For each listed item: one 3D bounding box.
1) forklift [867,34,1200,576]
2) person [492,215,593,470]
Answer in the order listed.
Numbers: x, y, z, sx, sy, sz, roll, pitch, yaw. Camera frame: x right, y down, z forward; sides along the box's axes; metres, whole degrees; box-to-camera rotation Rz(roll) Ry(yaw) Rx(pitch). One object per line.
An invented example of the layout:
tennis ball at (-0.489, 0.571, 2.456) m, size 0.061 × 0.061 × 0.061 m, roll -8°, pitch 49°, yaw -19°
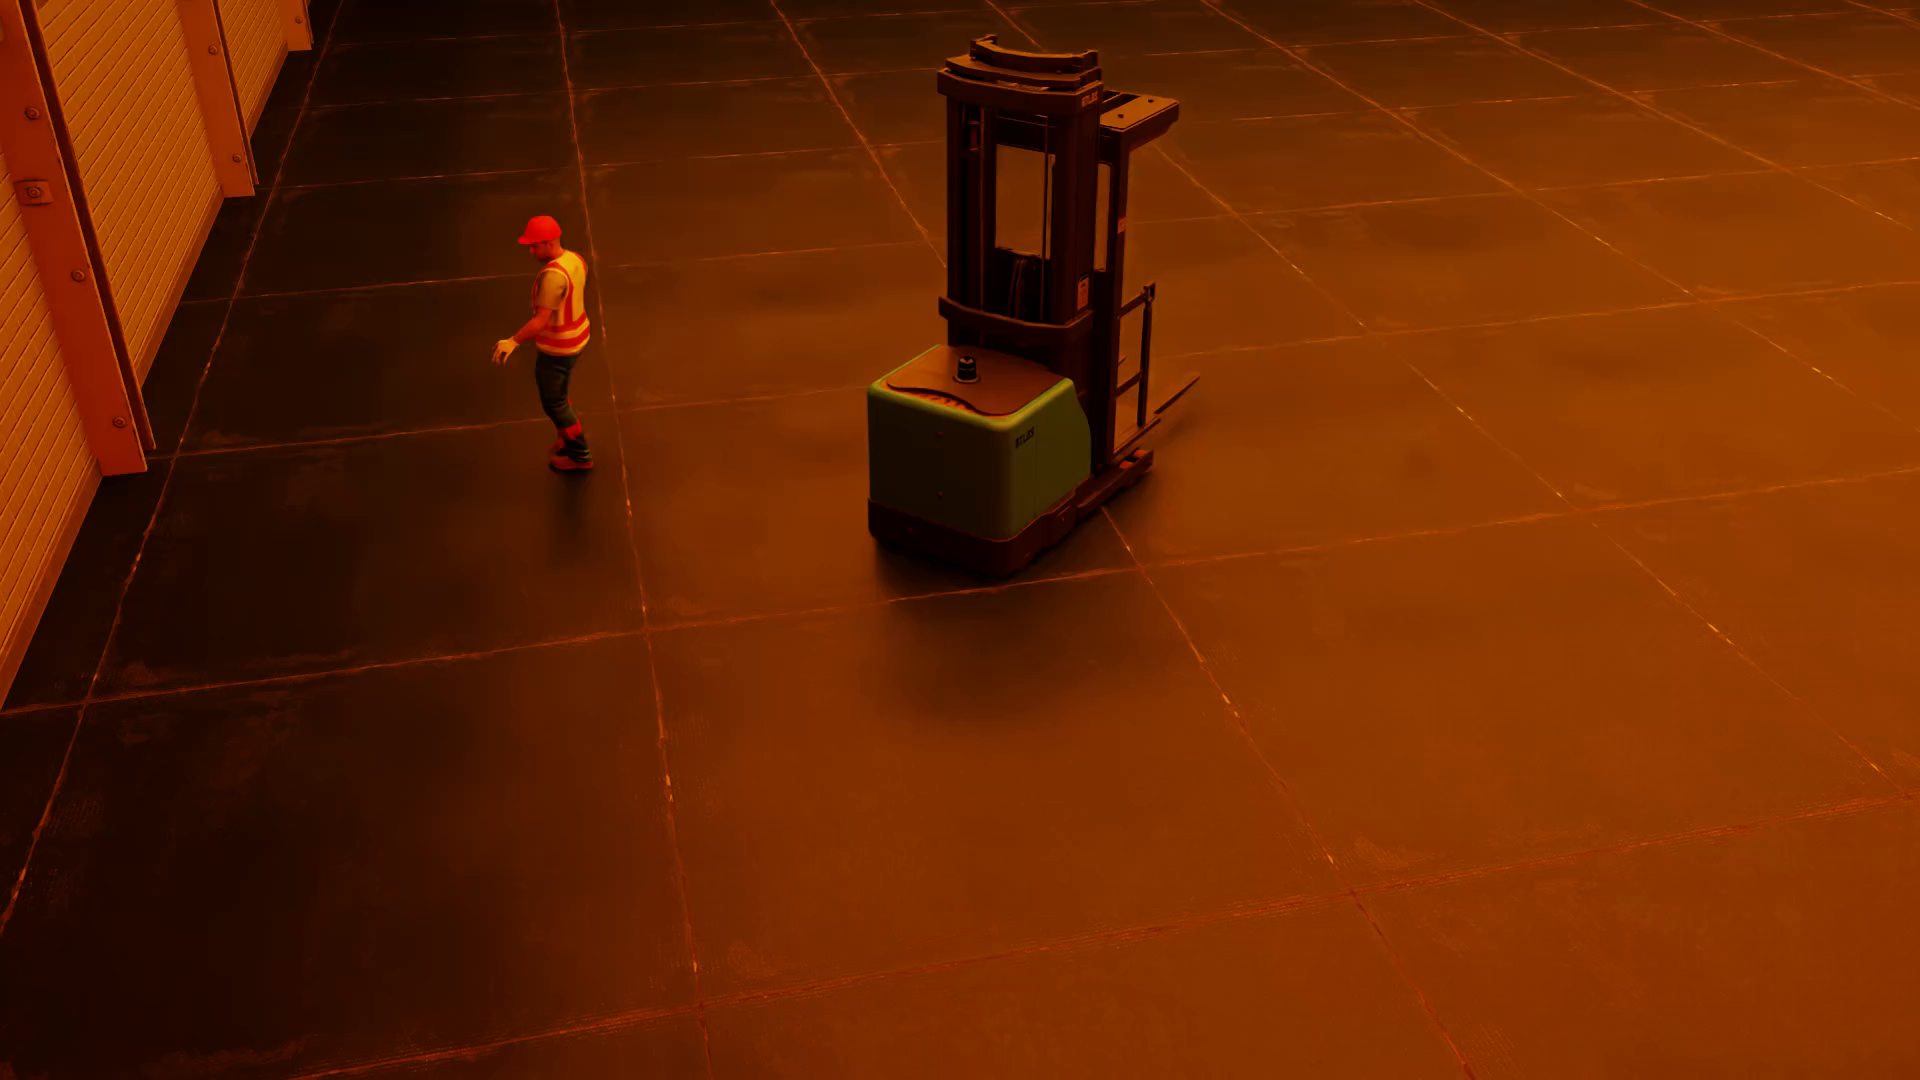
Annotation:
forklift at (0.652, -1.749, 10.596) m, size 1.130 × 2.935 × 3.031 m, roll 18°, pitch 35°, yaw 28°
person at (-2.686, -1.277, 10.985) m, size 0.478 × 1.797 × 0.944 m, roll 6°, pitch 31°, yaw 10°
